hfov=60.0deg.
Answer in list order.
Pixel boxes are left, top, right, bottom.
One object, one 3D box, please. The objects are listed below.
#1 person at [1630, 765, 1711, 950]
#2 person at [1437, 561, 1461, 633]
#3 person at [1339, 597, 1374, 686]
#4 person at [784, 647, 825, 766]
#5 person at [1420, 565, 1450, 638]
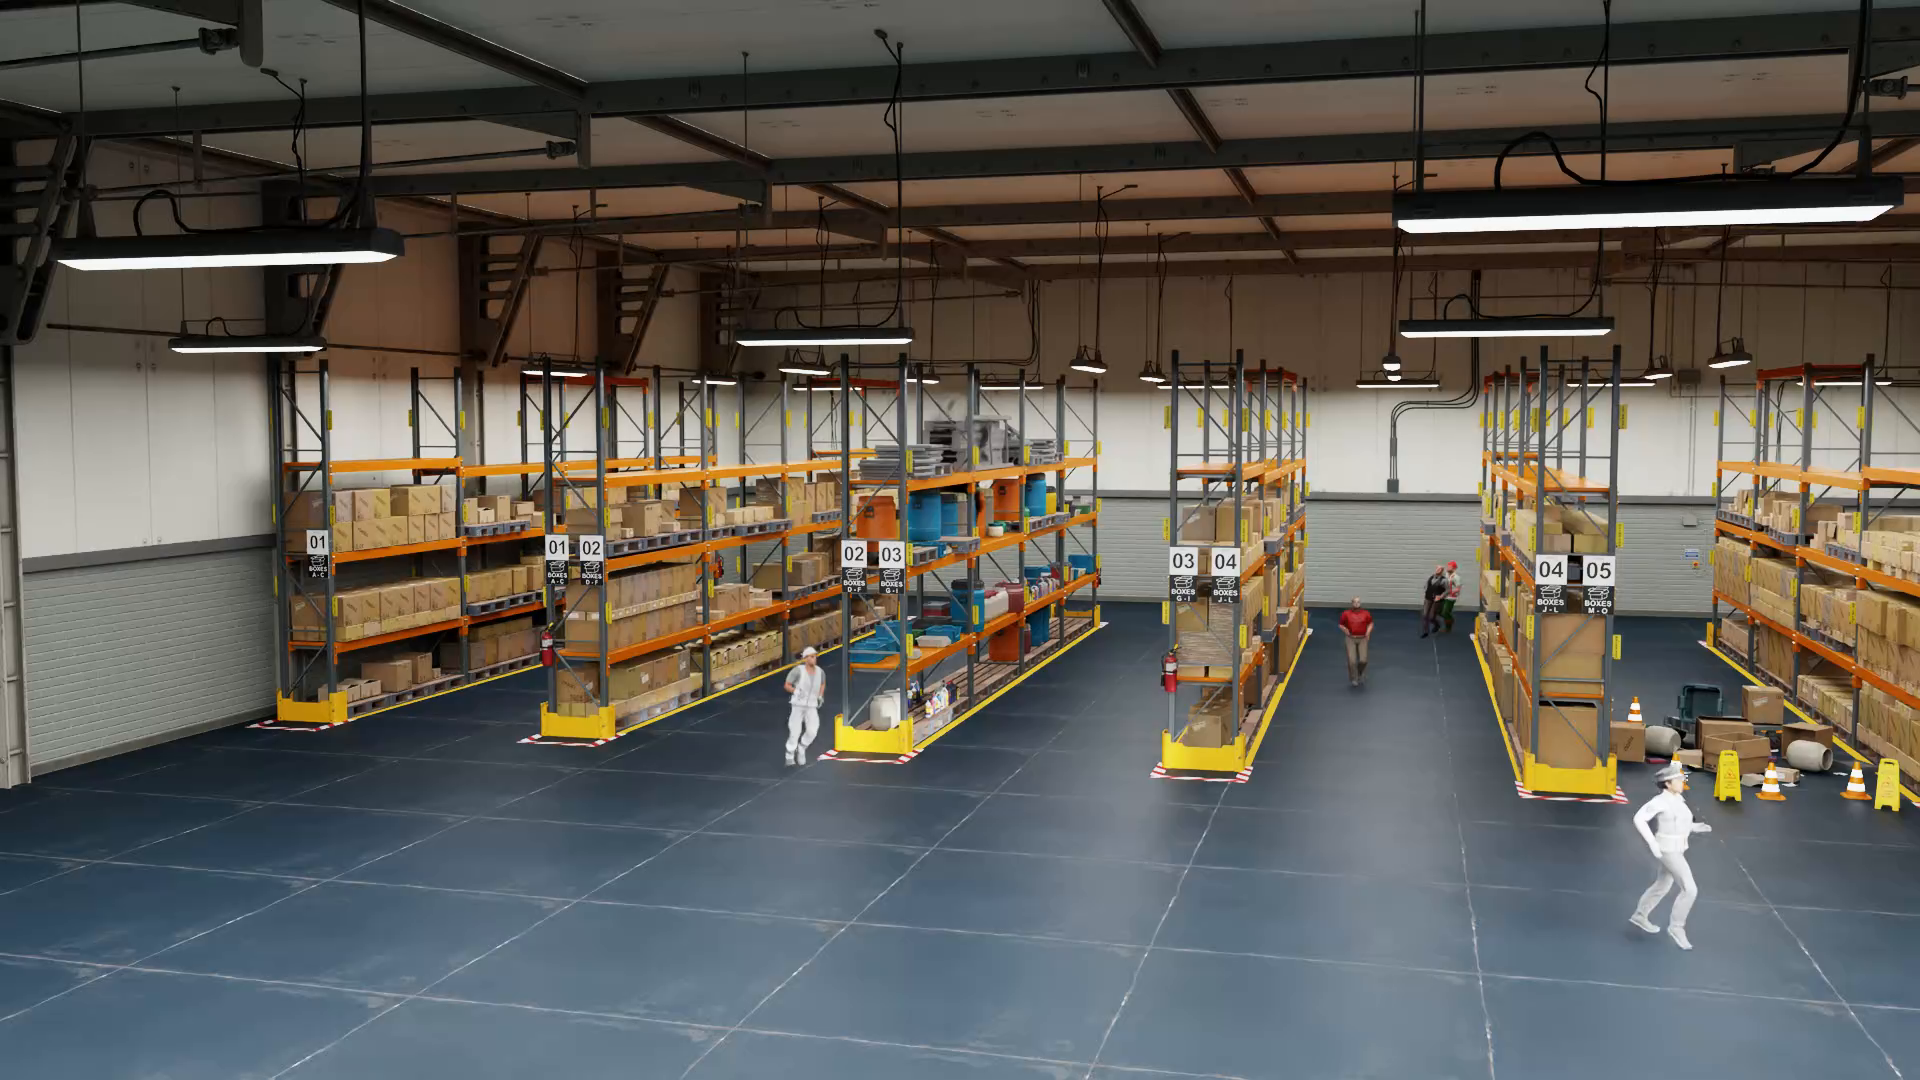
[{"bbox_3d":[6.794,3.017,15.919,0.732,1.749,0.576,3,5,38],"label":"person"},{"bbox_3d":[11.462,1.351,38.918,0.575,1.731,0.727,-1,4,-16],"label":"person"},{"bbox_3d":[7.448,1.910,31.226,0.653,1.679,0.583,1,4,9],"label":"person"},{"bbox_3d":[-2.194,2.408,24.009,0.662,1.719,0.590,-2,4,-21],"label":"person"},{"bbox_3d":[10.940,1.422,38.319,0.696,1.692,0.709,-4,6,-43],"label":"person"}]
